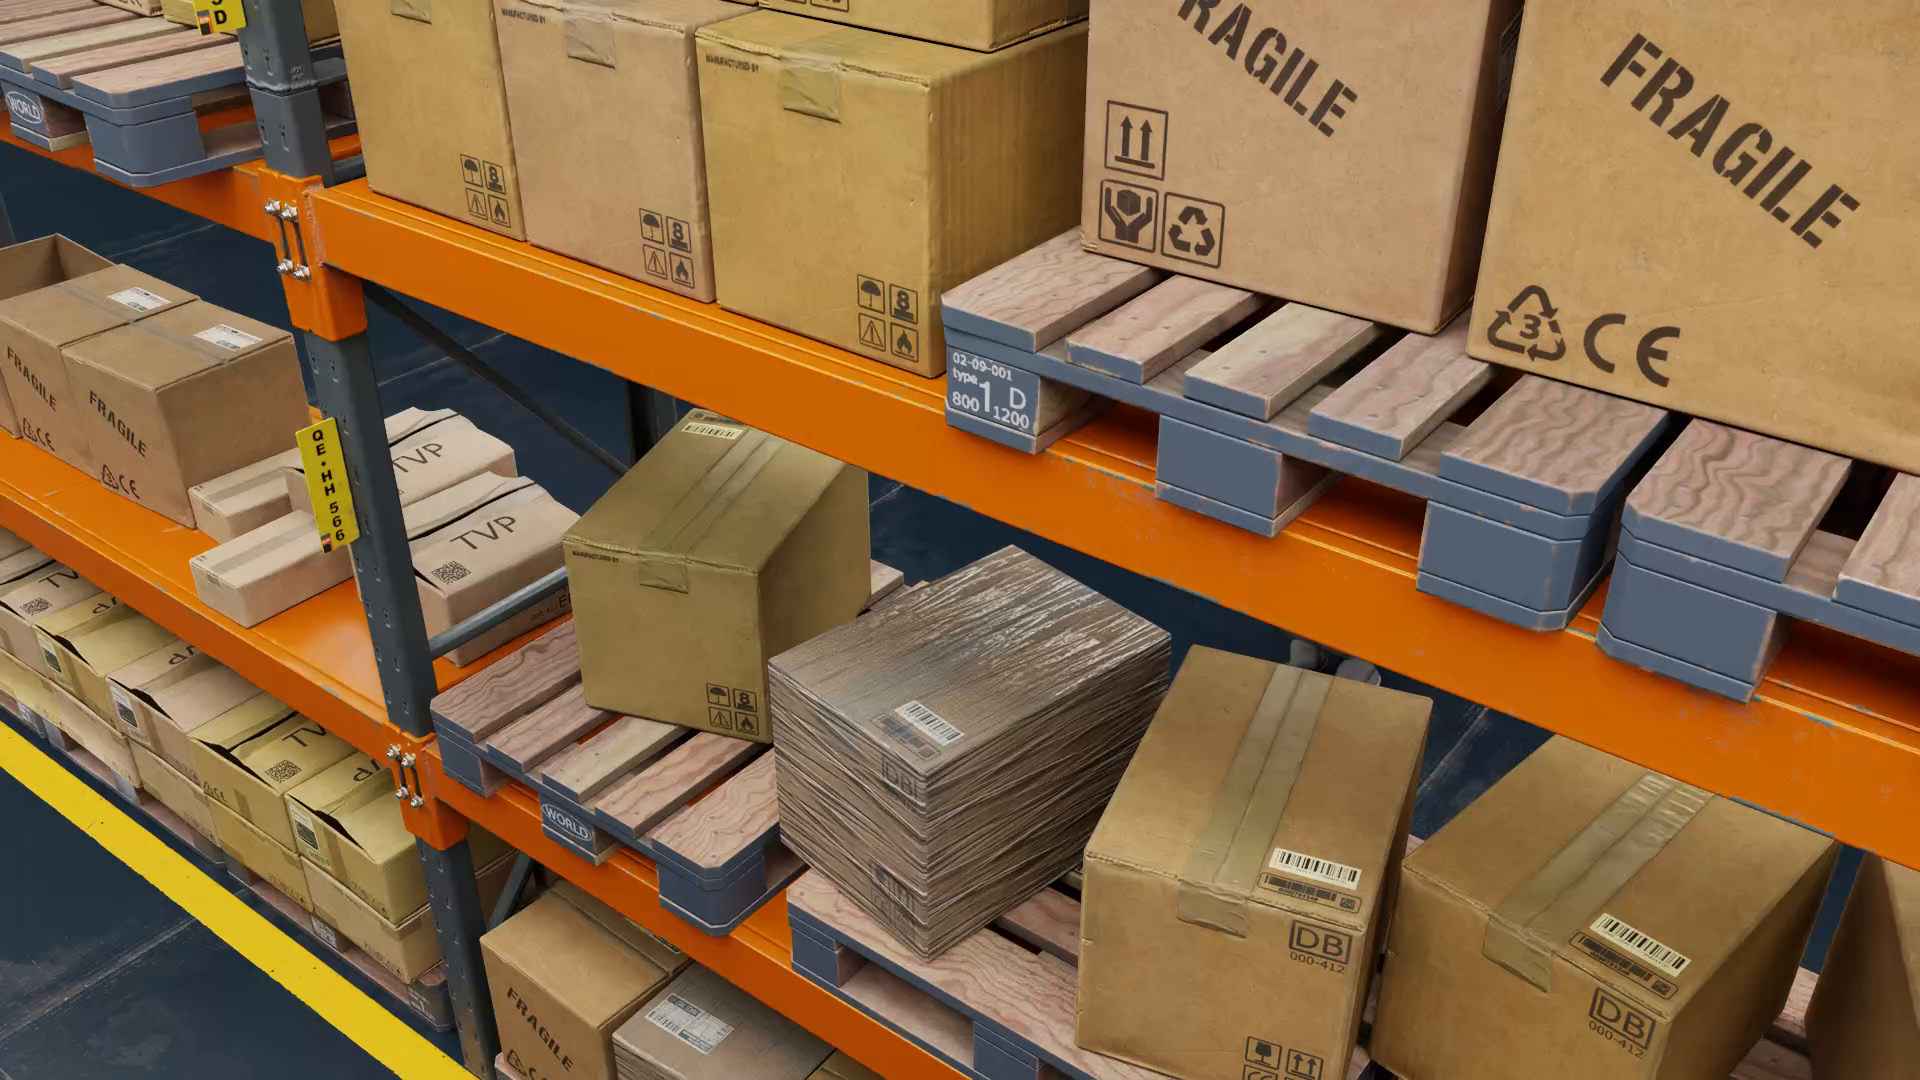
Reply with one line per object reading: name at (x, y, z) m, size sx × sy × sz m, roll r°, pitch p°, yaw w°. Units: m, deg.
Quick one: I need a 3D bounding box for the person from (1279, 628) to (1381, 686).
person at (1.562, 0.176, 6.639) m, size 0.471 × 0.852 × 0.863 m, roll 21°, pitch 37°, yaw 31°
